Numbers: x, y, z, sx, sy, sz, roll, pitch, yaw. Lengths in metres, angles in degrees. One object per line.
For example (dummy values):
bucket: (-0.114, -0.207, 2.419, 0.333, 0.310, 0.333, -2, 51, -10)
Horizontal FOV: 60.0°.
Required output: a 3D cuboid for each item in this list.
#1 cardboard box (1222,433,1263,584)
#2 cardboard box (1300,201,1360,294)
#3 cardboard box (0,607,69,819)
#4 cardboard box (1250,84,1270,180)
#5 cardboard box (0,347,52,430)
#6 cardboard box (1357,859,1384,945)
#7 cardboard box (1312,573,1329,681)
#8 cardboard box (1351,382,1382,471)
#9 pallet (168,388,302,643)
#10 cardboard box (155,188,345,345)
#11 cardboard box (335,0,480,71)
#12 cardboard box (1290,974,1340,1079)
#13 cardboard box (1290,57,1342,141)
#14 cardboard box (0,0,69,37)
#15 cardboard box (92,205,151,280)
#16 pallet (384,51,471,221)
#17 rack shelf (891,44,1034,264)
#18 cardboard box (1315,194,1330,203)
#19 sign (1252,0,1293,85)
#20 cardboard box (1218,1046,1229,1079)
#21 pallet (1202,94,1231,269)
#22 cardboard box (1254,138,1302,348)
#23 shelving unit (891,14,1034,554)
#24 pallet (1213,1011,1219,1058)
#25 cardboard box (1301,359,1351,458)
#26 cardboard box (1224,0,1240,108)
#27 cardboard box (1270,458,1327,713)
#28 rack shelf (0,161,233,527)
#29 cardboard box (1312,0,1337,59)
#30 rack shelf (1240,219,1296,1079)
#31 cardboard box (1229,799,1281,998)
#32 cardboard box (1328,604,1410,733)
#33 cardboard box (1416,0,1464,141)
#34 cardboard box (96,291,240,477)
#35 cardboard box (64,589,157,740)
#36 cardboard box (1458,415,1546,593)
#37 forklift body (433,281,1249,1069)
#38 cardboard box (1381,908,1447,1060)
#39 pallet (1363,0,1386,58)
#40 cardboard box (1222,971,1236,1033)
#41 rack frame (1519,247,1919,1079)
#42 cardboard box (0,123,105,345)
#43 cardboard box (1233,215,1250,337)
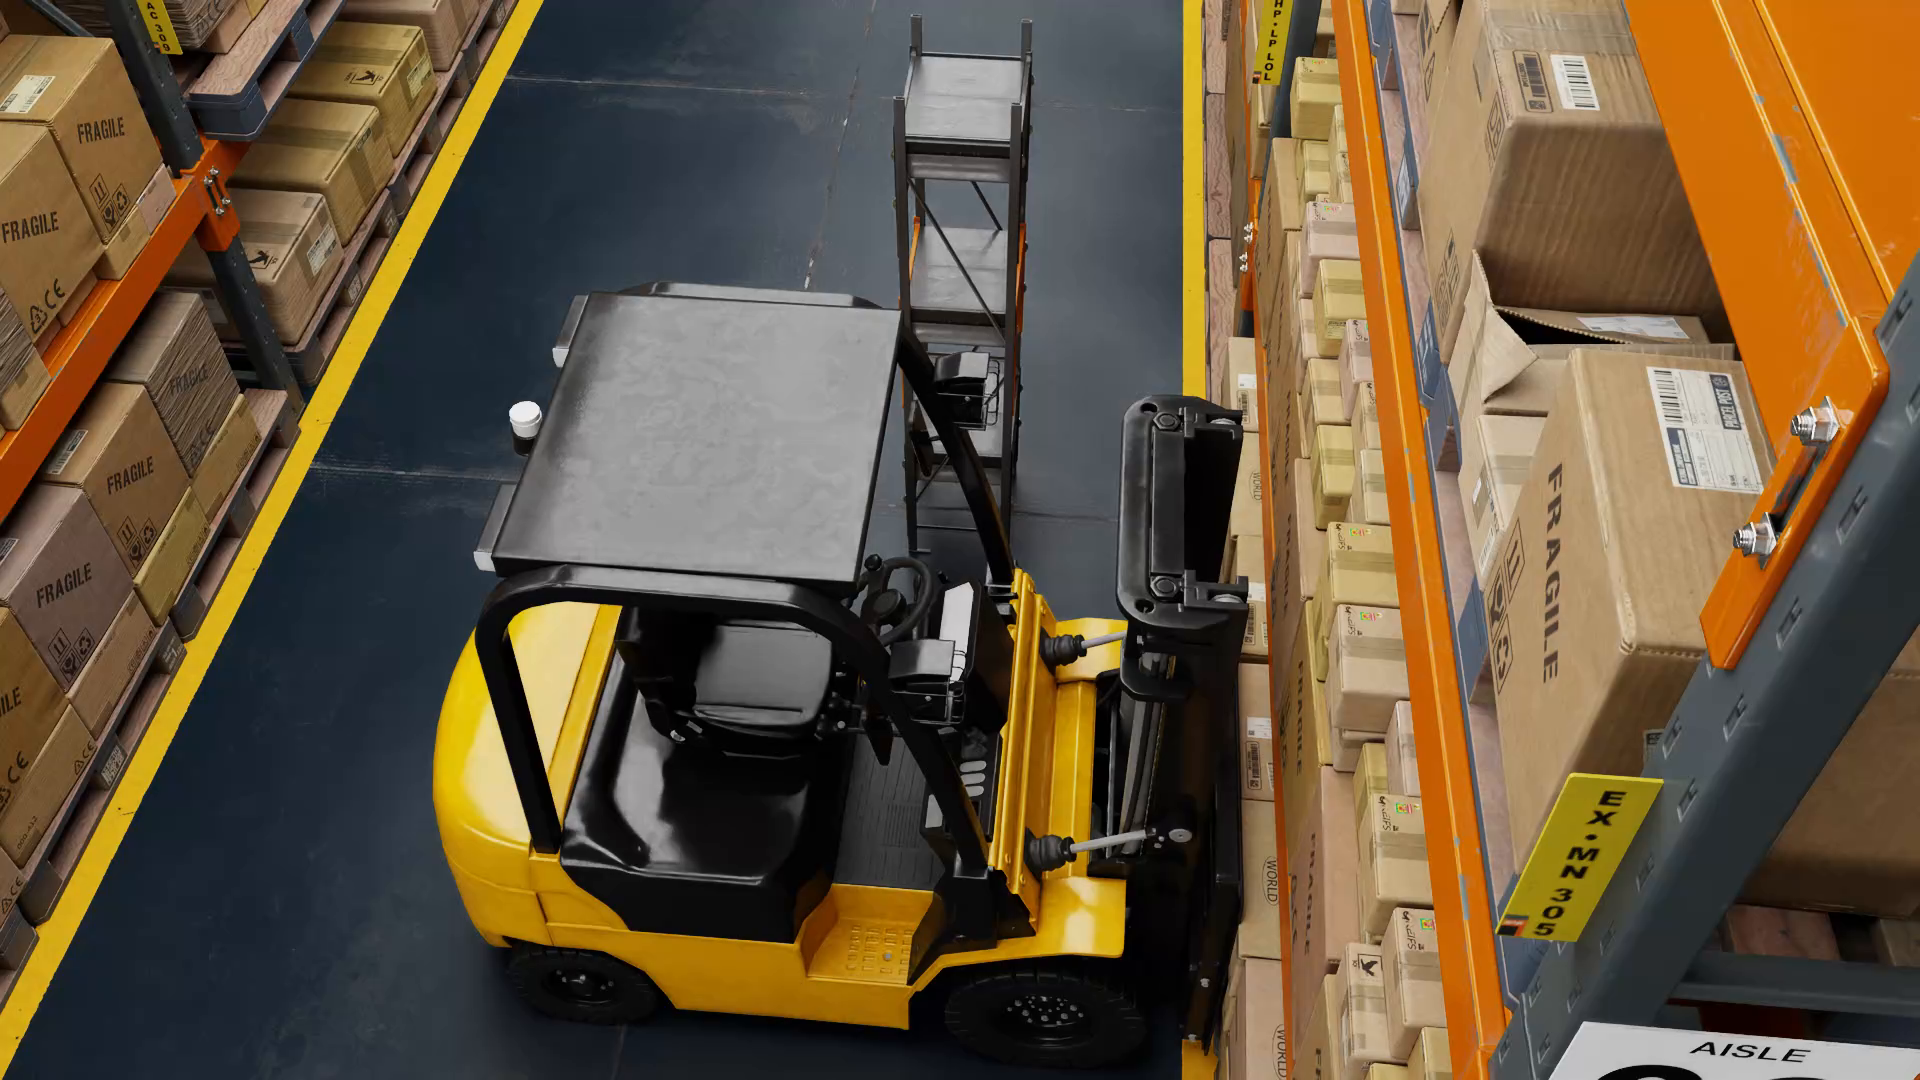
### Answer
cardboard box: (1.164, -0.097, 5.707, 0.500, 0.250, 0.500, 4, 48, 4)
cardboard box: (1.179, -0.826, 4.764, 0.380, 0.149, 0.250, 5, 48, 4)
cardboard box: (-3.283, 0.542, 5.292, 0.500, 0.500, 0.500, 5, 48, 4)
cardboard box: (1.362, -1.593, 6.276, 0.500, 0.250, 0.500, 5, 48, 4)
cardboard box: (-3.181, -0.498, 5.343, 0.380, 0.149, 0.250, 3, 48, 3)
cardboard box: (1.043, 0.781, 3.495, 0.380, 0.149, 0.250, 5, 48, 4)
cardboard box: (1.058, 0.213, 4.015, 0.380, 0.149, 0.250, 4, 48, 4)
cardboard box: (1.209, -0.258, 4.244, 0.380, 0.149, 0.250, 4, 48, 4)
pallet: (-3.392, -0.150, 6.744, 1.003, 0.211, 1.213, 4, 48, 4)
cardboard box: (-3.321, -1.227, 7.336, 0.950, 0.372, 0.625, 4, 48, 4)
cardboard box: (-3.122, -2.824, 8.796, 0.950, 0.372, 0.625, 3, 48, 3)
cardboard box: (0.996, 1.271, 3.487, 0.500, 0.500, 0.500, 3, 48, 3)
cardboard box: (1.253, -1.394, 5.284, 0.380, 0.149, 0.250, 5, 48, 4)
cardboard box: (-3.553, -2.217, 6.191, 0.500, 0.500, 0.500, 3, 48, 3)
cardboard box: (-3.108, -1.061, 5.858, 0.380, 0.149, 0.250, 5, 48, 4)
pallet: (-3.188, -2.117, 8.543, 1.003, 0.211, 1.213, 4, 48, 4)
rack shelf: (0.015, -1.294, 5.580, 0.431, 0.518, 0.480, 4, 48, 4)
cardboard box: (1.268, -0.908, 5.040, 0.380, 0.149, 0.250, 4, 48, 3)
sign: (1.036, -1.649, 5.494, 0.100, 0.325, 0.005, 4, 48, 4)
cardboard box: (0.995, 1.739, 4.706, 0.500, 0.250, 0.500, 4, 48, 4)
pallet: (1.714, -1.758, 8.214, 1.003, 0.211, 1.213, 4, 48, 4)
cardboard box: (1.277, -0.981, 5.547, 0.500, 0.500, 0.500, 3, 48, 2)
shelving unit: (0.015, -0.830, 6.086, 0.431, 2.100, 0.503, 4, 48, 4)
pallet: (1.354, 1.166, 5.540, 1.003, 0.211, 1.213, 4, 48, 4)
cardboard box: (1.141, -0.353, 4.533, 0.380, 0.149, 0.250, 2, 48, 2)
cardboard box: (1.819, -2.597, 8.417, 0.875, 0.625, 0.625, 5, 48, 5)
cardboard box: (1.134, 0.143, 4.518, 0.500, 0.500, 0.500, 4, 48, 4)
rack shelf: (-3.549, 0.126, 5.090, 1.077, 0.370, 4.000, 4, 48, 4)
cardboard box: (1.387, -1.774, 5.833, 0.380, 0.149, 0.250, 5, 48, 5)
rack shelf: (1.395, 0.457, 4.787, 1.077, 0.370, 4.000, 4, 48, 4)
cardboard box: (1.021, 1.026, 4.680, 0.500, 0.250, 0.500, 4, 48, 4)
cardboard box: (1.034, 0.299, 3.735, 0.380, 0.149, 0.250, 5, 48, 4)
cardboard box: (1.295, -1.054, 3.226, 0.797, 0.503, 0.637, 5, 48, 5)
cardboard box: (-3.153, -0.601, 6.337, 0.500, 0.500, 0.500, 3, 48, 3)
cardboard box: (-3.242, 0.417, 5.914, 0.500, 0.250, 0.500, 5, 48, 4)
cardboard box: (0.986, -0.049, 2.547, 0.380, 0.149, 0.250, 3, 48, 2)
forklift body: (-0.431, 0.454, 4.877, 2.313, 2.155, 1.214, 4, 48, 4)
cardboard box: (1.027, 0.870, 3.213, 0.380, 0.149, 0.250, 4, 48, 4)
pallet: (1.525, -1.610, 4.217, 1.003, 0.211, 1.213, 4, 48, 4)
cardboard box: (1.028, 1.174, 4.884, 0.500, 0.250, 0.500, 3, 48, 3)
rack frame: (1.213, -0.341, 0.964, 1.000, 3.000, 0.127, 4, 48, 4)
cardboard box: (-3.199, -0.999, 5.361, 0.500, 0.500, 0.500, 5, 48, 5)
cardboard box: (1.613, -0.980, 6.938, 0.875, 0.625, 0.625, 6, 48, 5)
